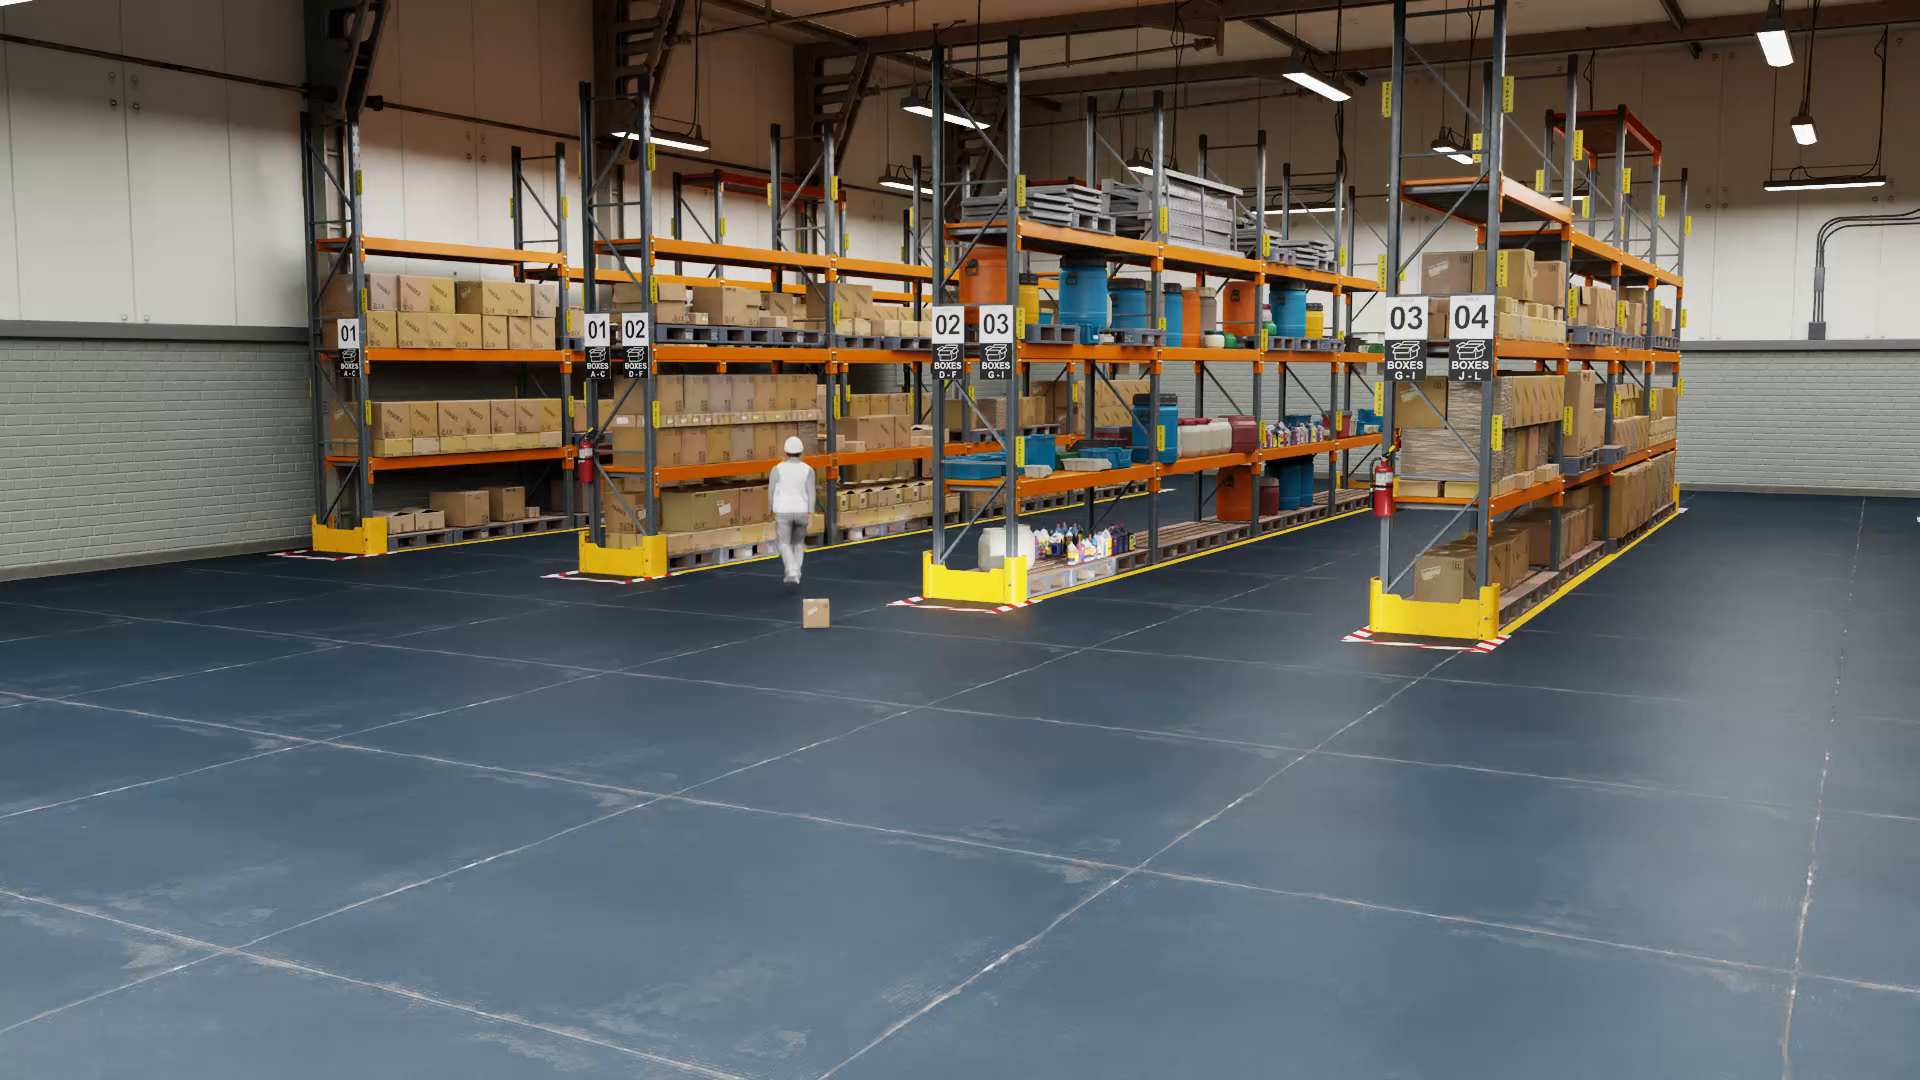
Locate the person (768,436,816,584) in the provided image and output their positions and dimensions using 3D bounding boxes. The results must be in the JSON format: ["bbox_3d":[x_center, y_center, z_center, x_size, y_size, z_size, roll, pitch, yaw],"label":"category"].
[{"bbox_3d":[-1.940,-0.328,19.189,0.532,1.736,0.982,-2,6,-18],"label":"person"}]
